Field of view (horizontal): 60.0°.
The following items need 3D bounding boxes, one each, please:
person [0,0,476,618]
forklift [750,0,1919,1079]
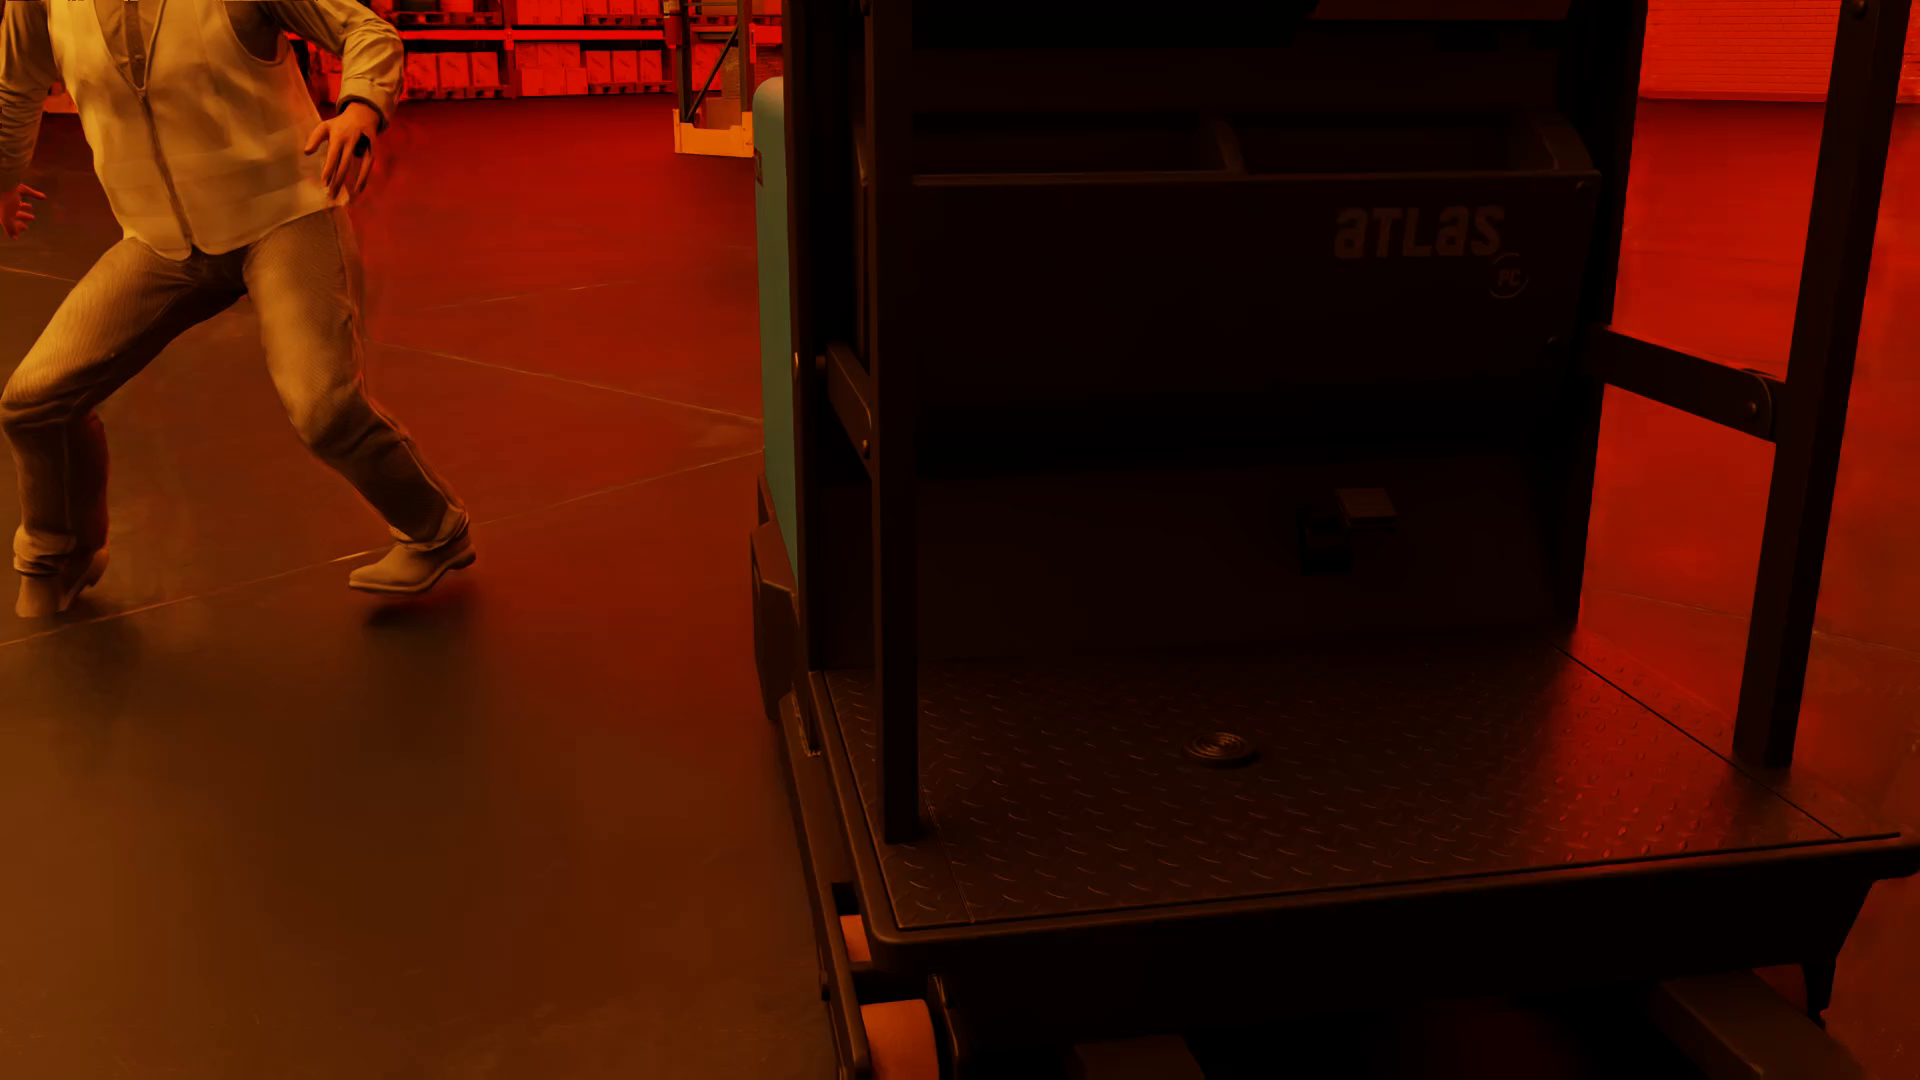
[{"bbox_3d":[-1.531,-0.576,3.255,1.023,1.718,0.572,2,17,6],"label":"person"},{"bbox_3d":[0.372,-0.859,1.726,1.130,2.935,3.031,-3,17,-10],"label":"forklift"}]
